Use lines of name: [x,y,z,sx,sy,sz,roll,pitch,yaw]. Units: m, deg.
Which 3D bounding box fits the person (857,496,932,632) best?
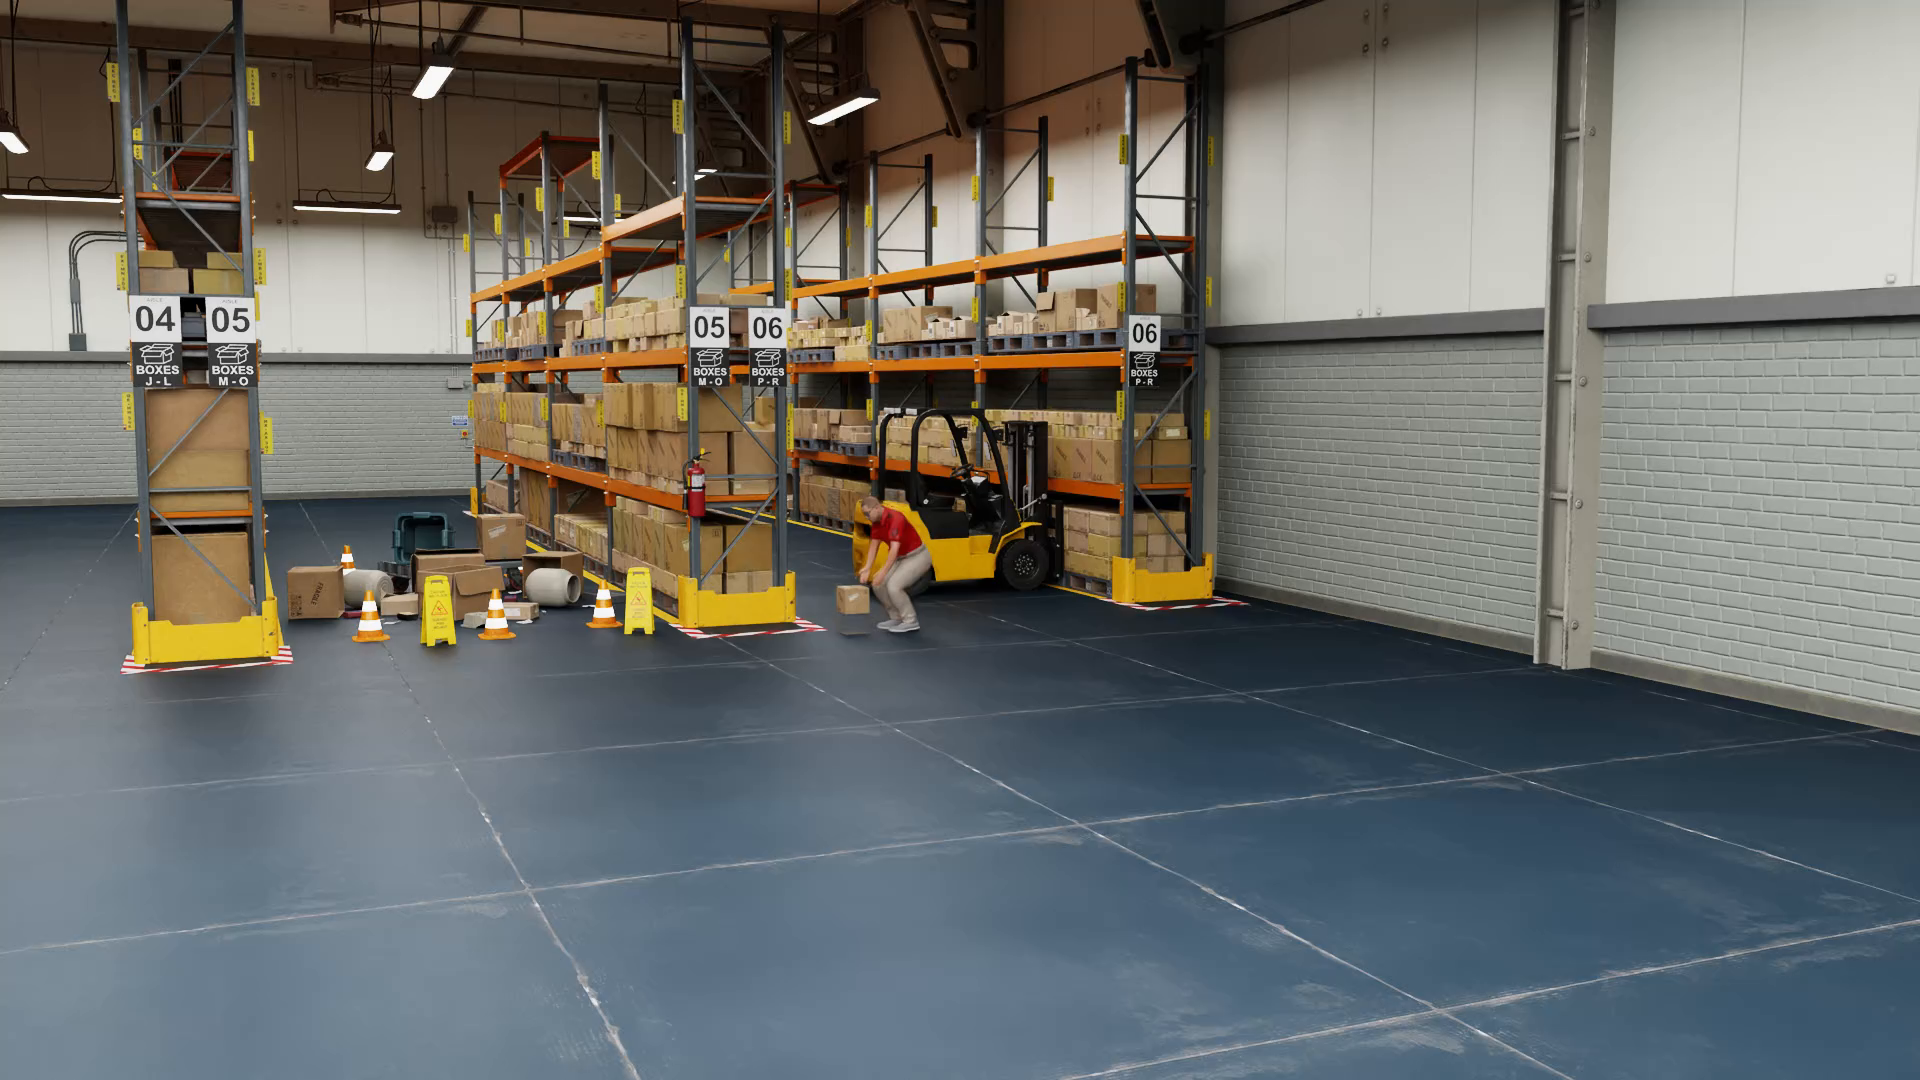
person: [-0.635,0.229,16.462,0.738,1.352,0.590,-2,6,-24]
